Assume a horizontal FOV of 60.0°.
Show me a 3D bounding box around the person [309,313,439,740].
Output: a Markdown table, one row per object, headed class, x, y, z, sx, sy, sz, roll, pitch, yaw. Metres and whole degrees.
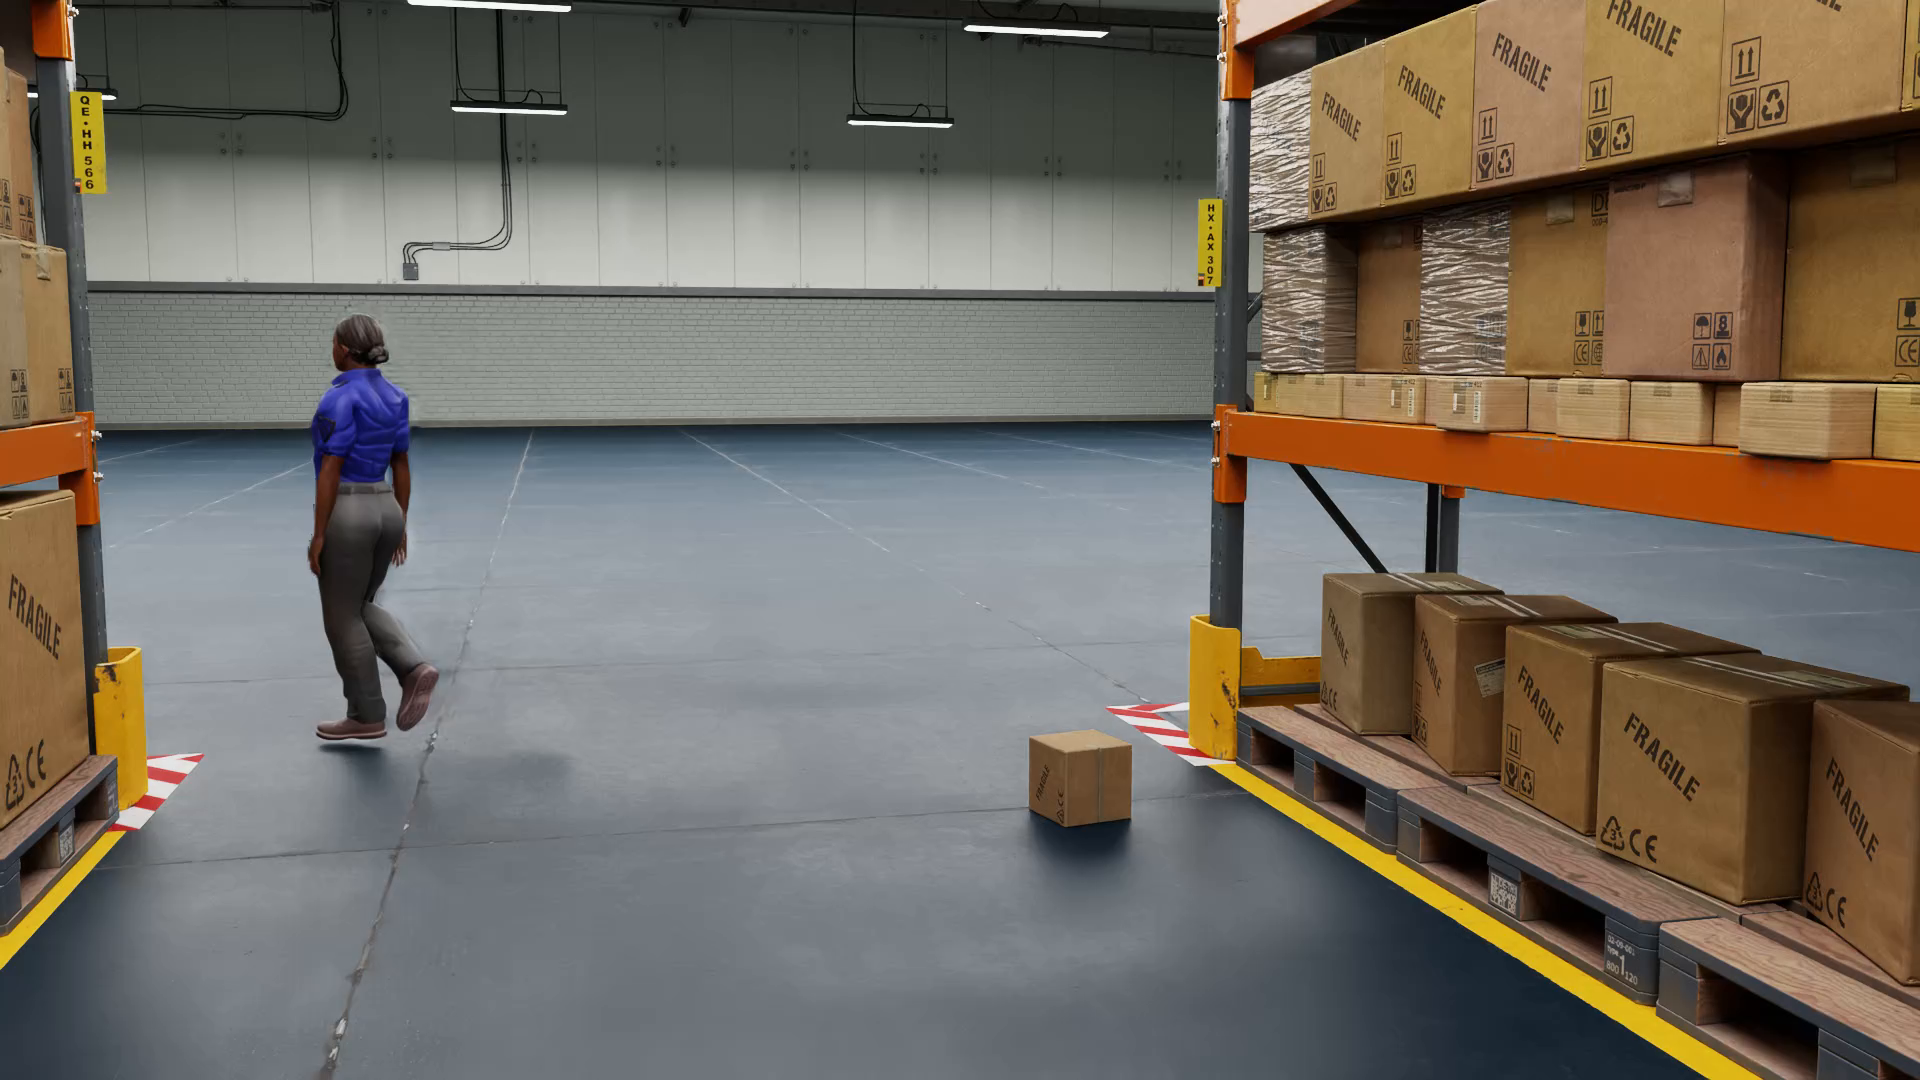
| class | x | y | z | sx | sy | sz | roll | pitch | yaw |
| --- | --- | --- | --- | --- | --- | --- | --- | --- | --- |
| person | -2.306 | -0.047 | 6.422 | 0.475 | 1.644 | 0.453 | 2 | 7 | 17 |
